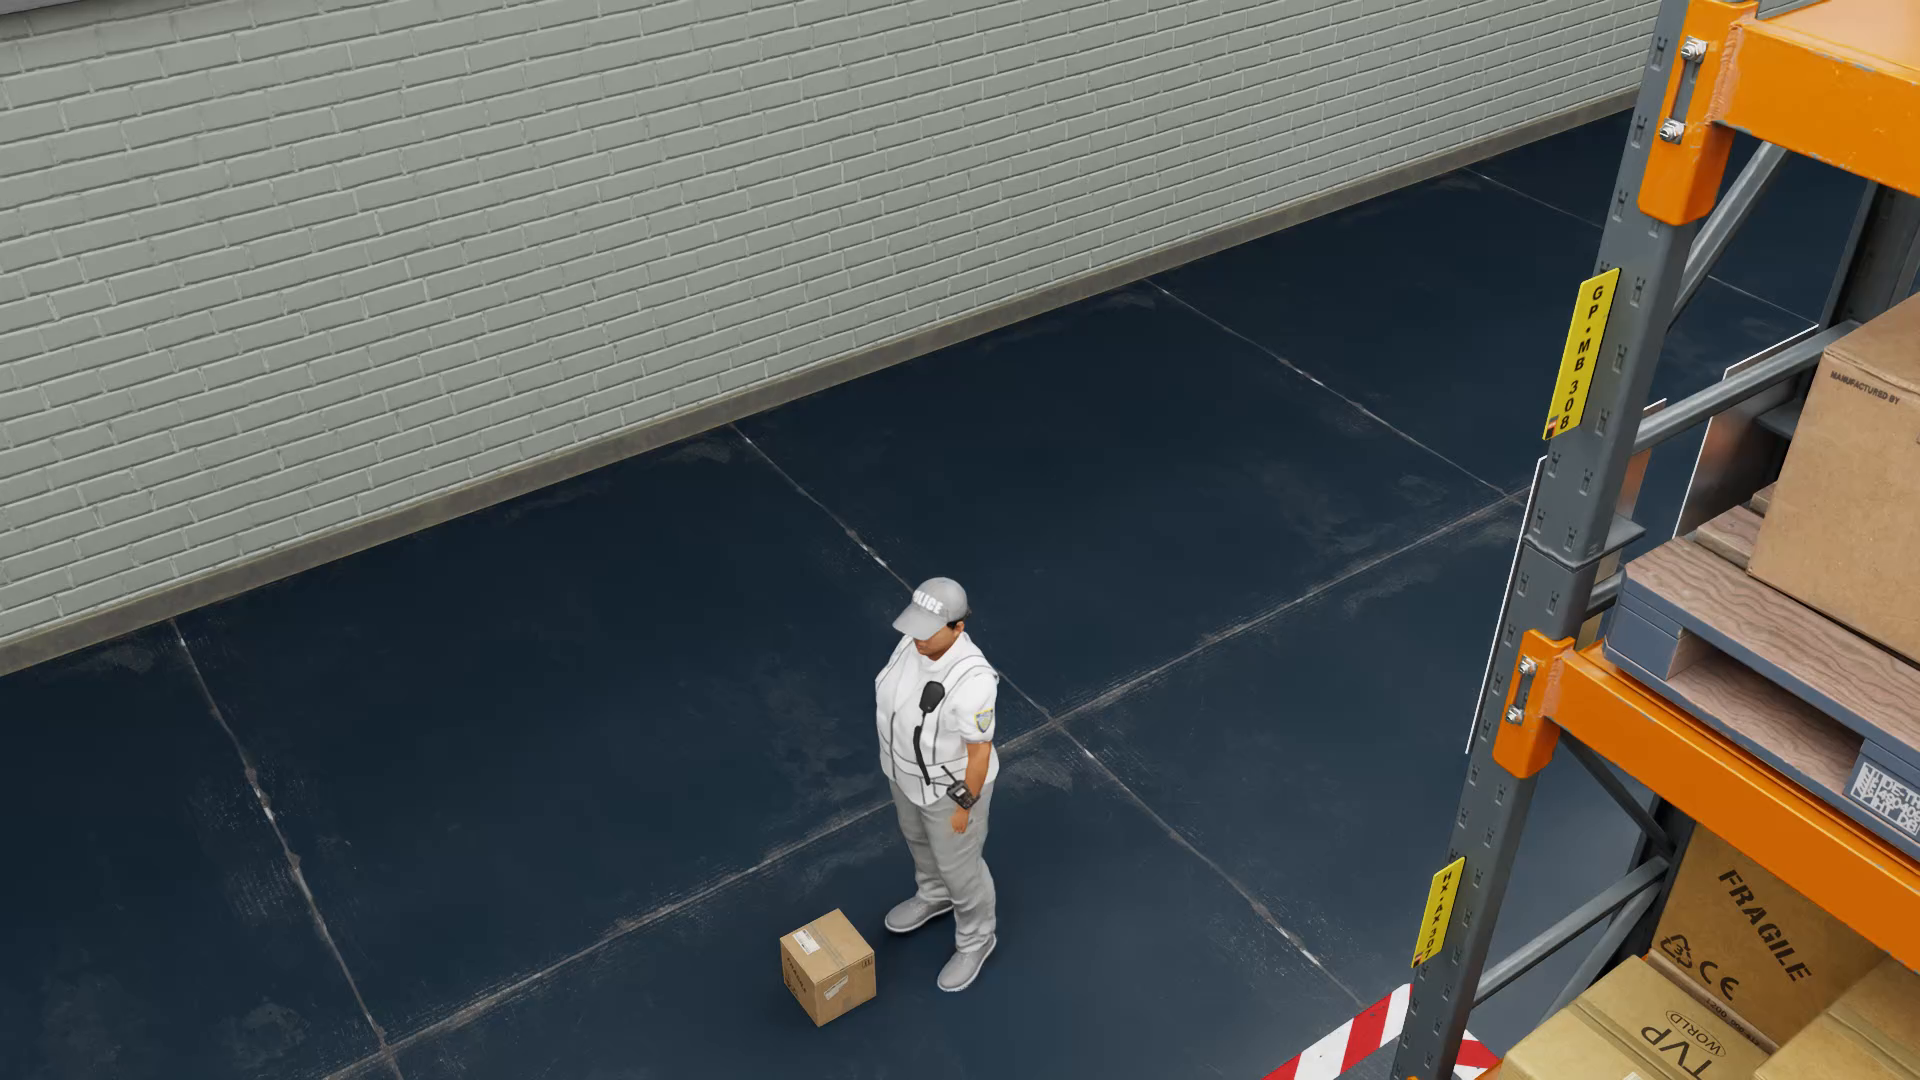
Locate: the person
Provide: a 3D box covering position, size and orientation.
[{"bbox_3d":[-0.073,0.841,5.866,0.380,1.684,0.524,-22,42,-27],"label":"person"}]
